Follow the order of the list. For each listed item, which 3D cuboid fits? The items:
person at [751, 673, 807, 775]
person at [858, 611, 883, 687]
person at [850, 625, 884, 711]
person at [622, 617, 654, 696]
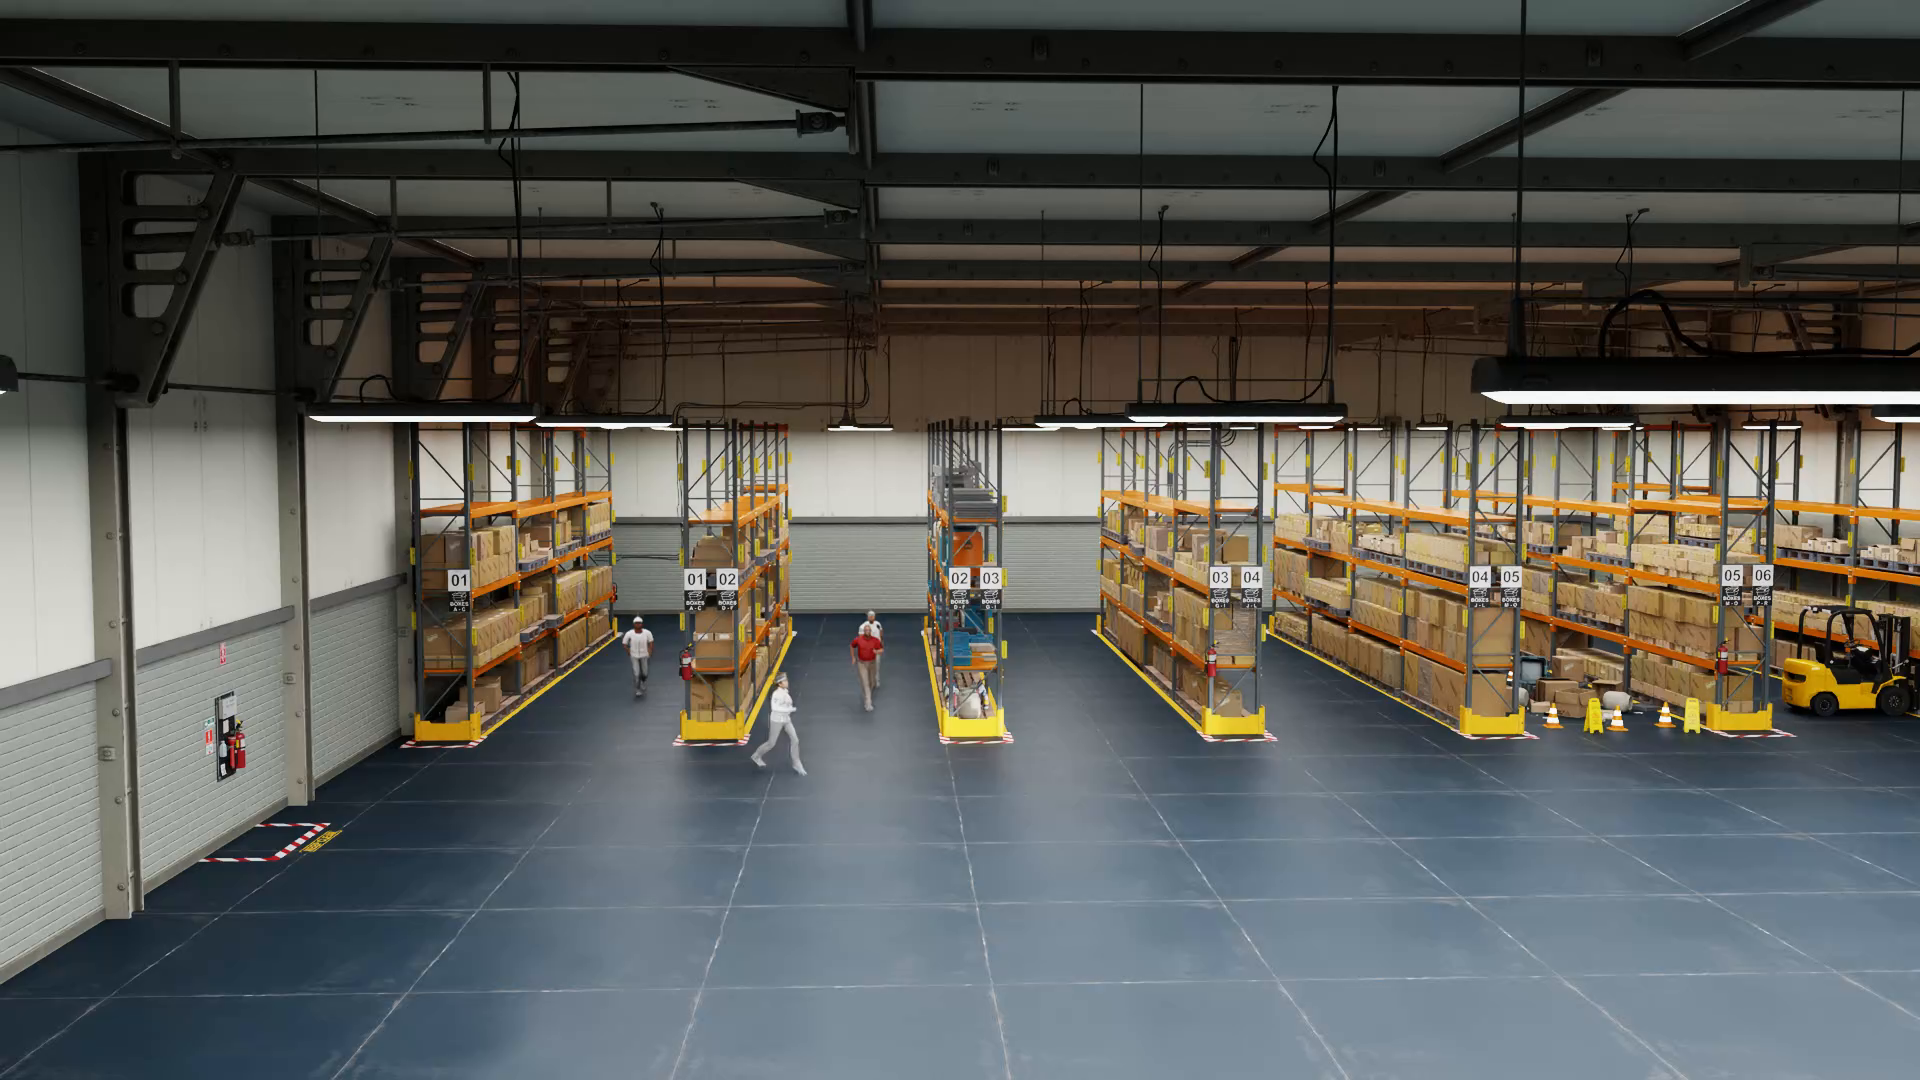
[{"bbox_3d":[-3.075,3.096,28.000,0.997,1.738,0.578,2,4,25],"label":"person"},{"bbox_3d":[-2.020,2.454,37.876,0.602,1.680,0.934,-1,4,-13],"label":"person"},{"bbox_3d":[-1.922,2.620,34.566,0.660,1.722,0.970,-1,4,-16],"label":"person"},{"bbox_3d":[-7.010,2.538,36.283,0.692,1.718,0.603,-1,4,-17],"label":"person"}]
